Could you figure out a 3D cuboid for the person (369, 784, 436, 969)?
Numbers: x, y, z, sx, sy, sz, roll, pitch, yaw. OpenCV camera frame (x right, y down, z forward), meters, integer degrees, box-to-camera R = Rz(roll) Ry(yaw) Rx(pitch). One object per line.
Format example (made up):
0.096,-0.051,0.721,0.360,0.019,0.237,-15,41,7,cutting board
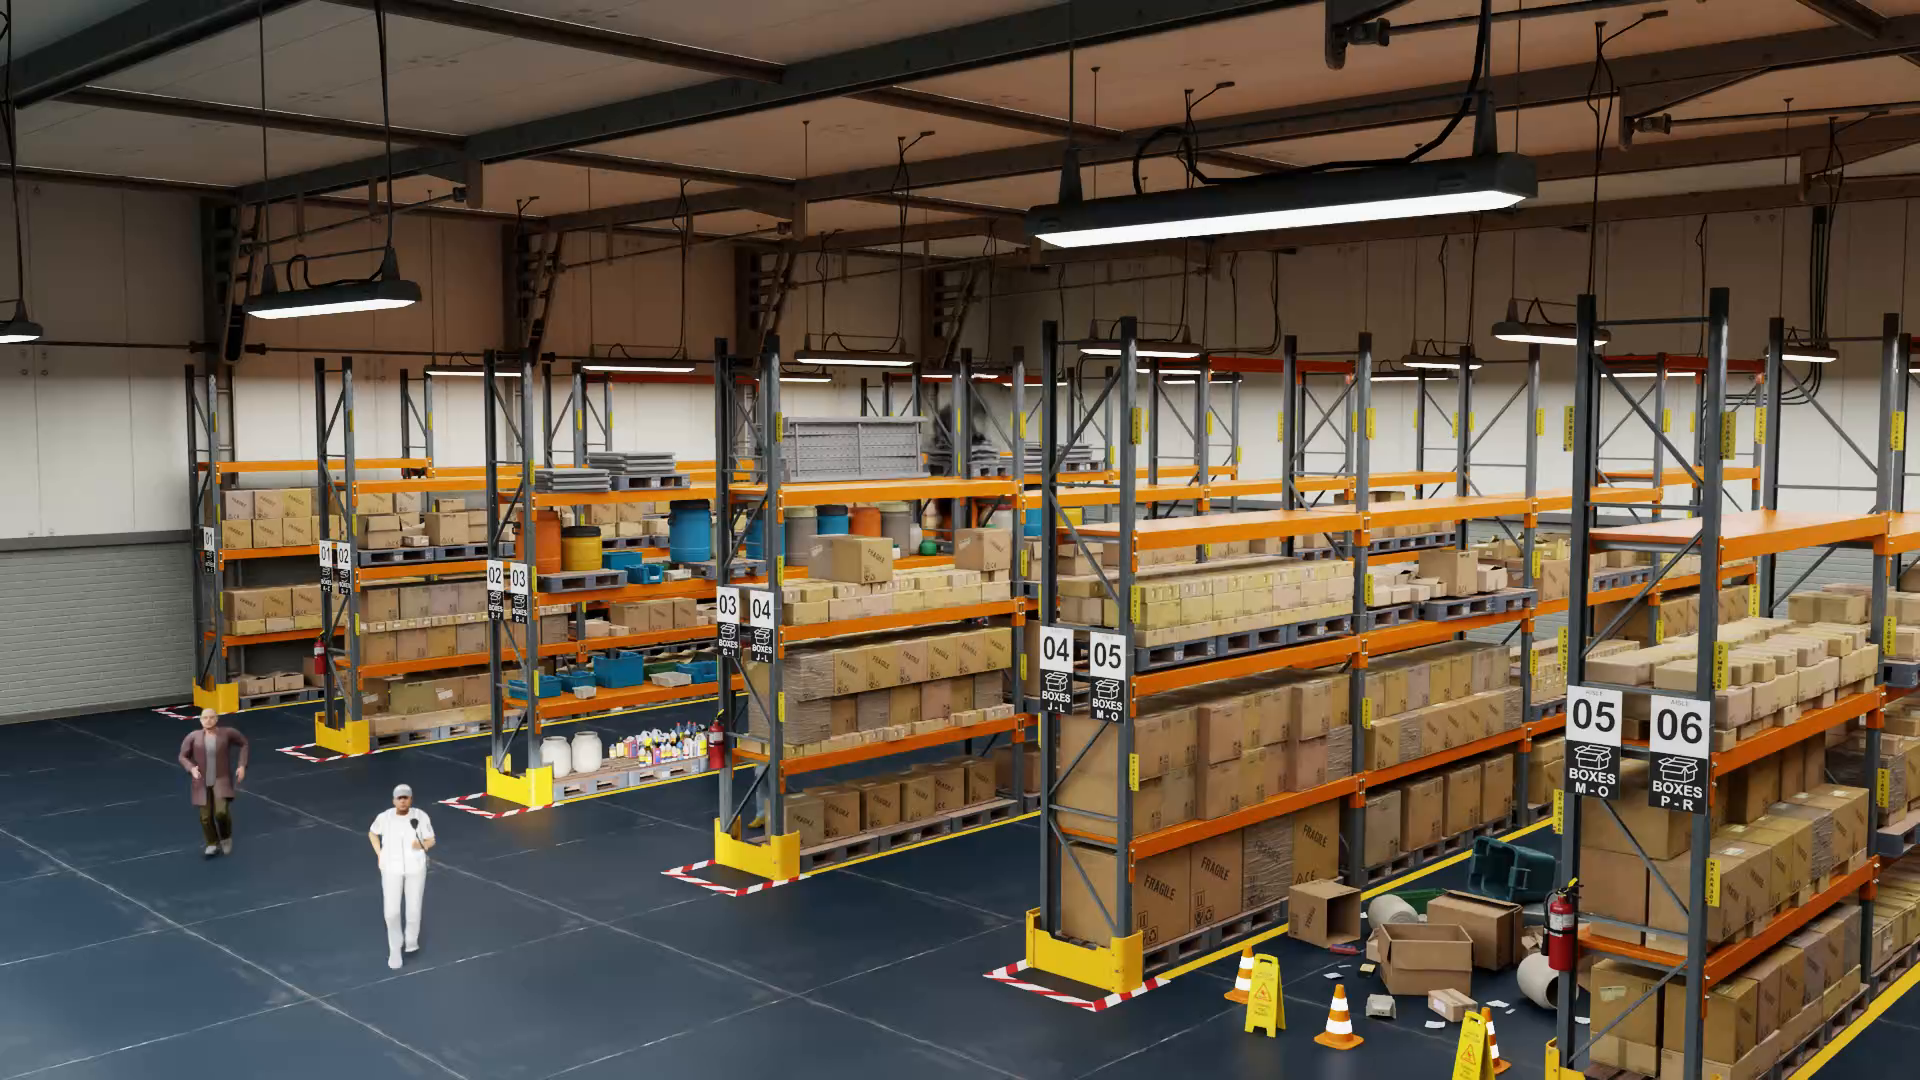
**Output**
-5.230,3.149,15.636,0.582,1.718,0.686,-2,5,-21,person

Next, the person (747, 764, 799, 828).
-2.333,2.684,20.851,0.701,1.769,0.827,4,6,45,person

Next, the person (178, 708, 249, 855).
-8.633,2.815,19.234,0.747,1.756,0.679,-1,5,-19,person

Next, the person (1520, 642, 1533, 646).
8.833,2.351,25.851,0.966,1.682,0.585,-4,6,-42,person
